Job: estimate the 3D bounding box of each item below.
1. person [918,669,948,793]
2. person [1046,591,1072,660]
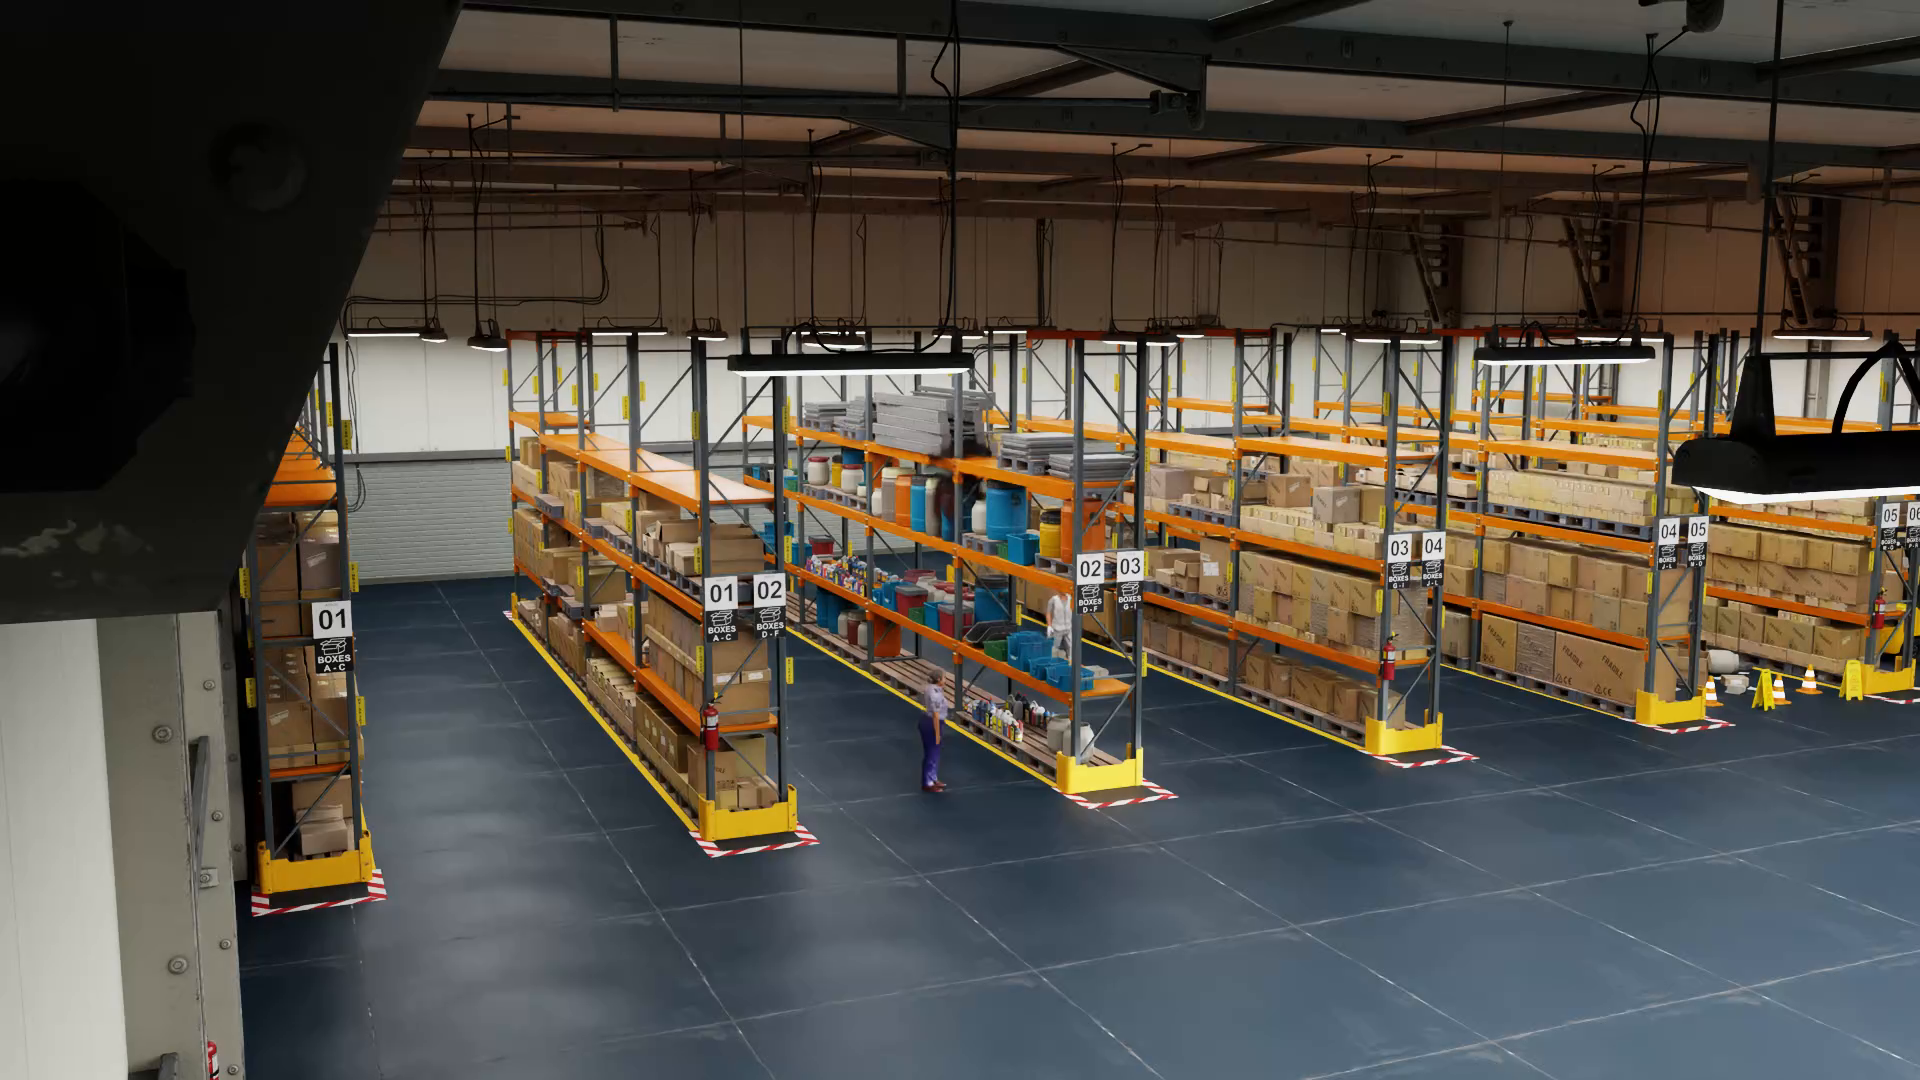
[{"bbox_3d":[-0.349,2.524,22.101,0.397,1.653,0.507,-1,8,-10],"label":"person"},{"bbox_3d":[1.784,1.554,28.421,0.684,1.727,1.017,-4,9,-29],"label":"person"}]
